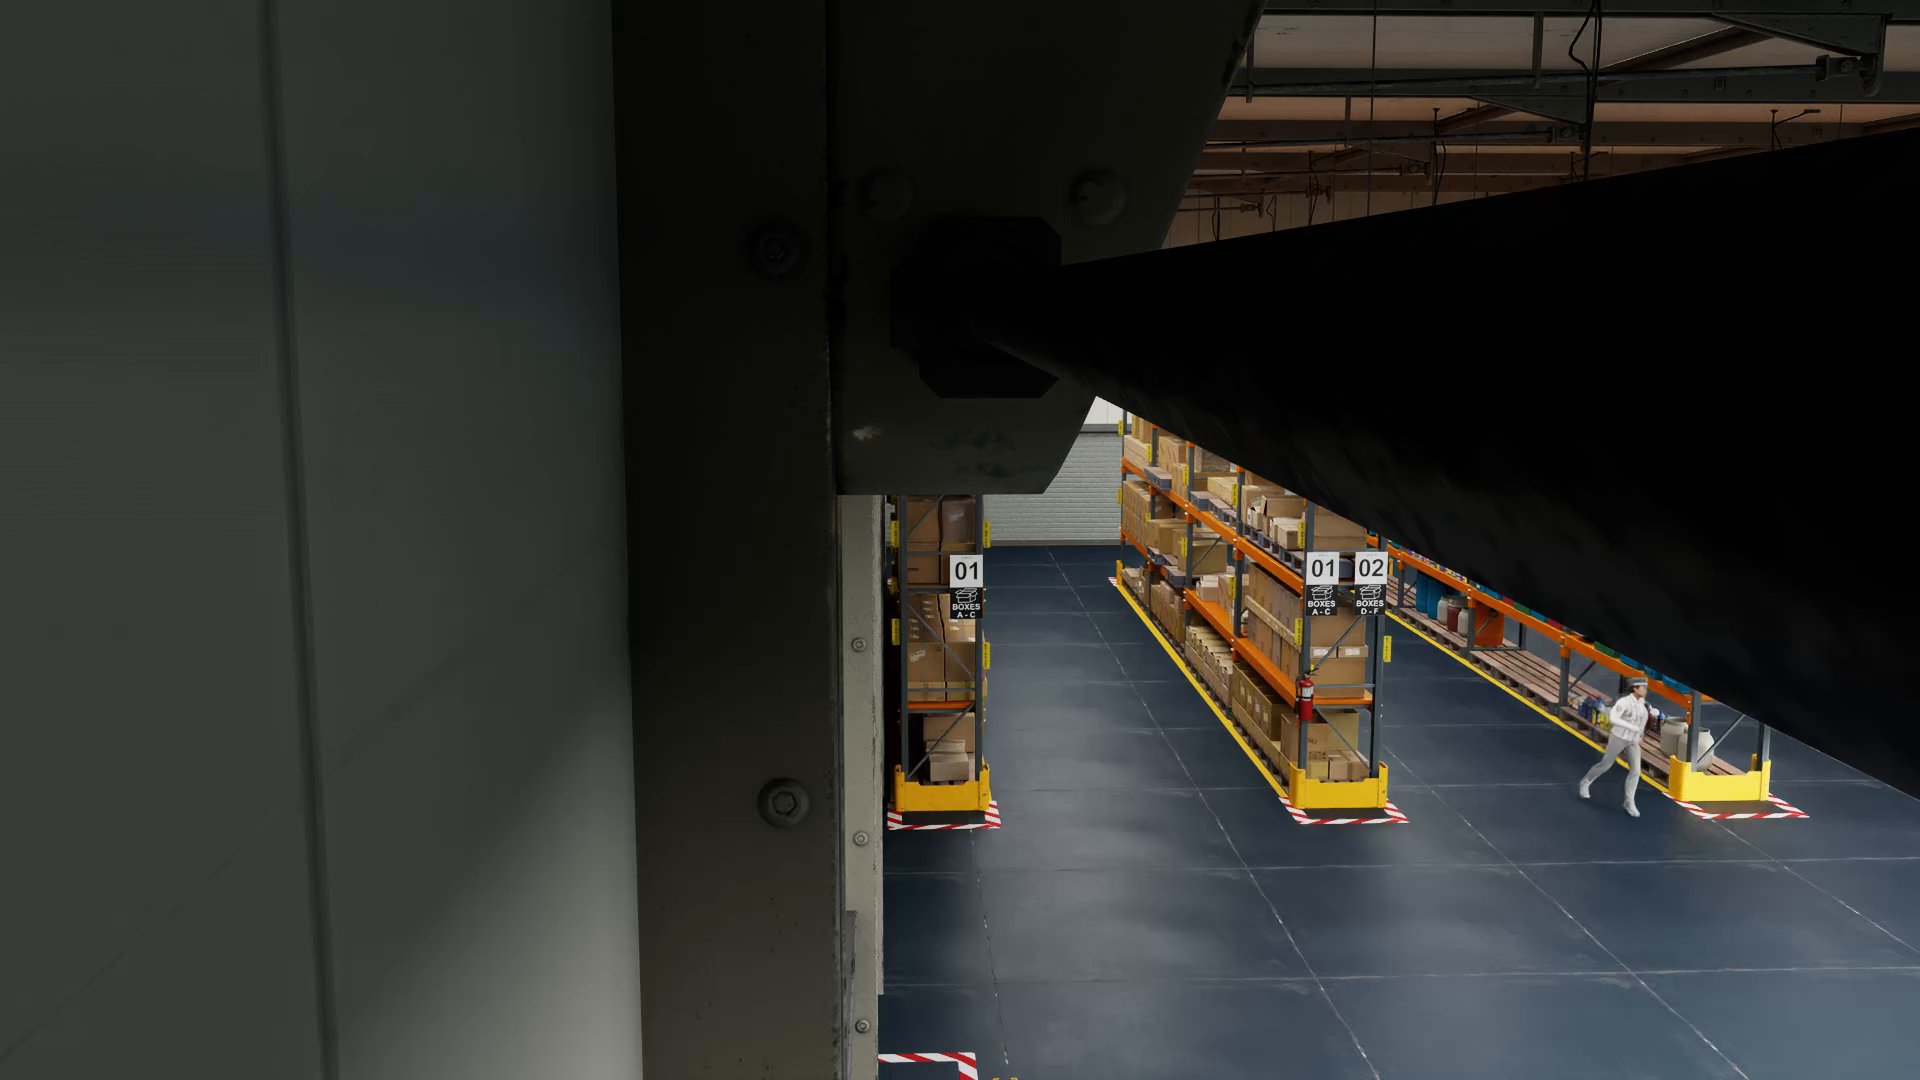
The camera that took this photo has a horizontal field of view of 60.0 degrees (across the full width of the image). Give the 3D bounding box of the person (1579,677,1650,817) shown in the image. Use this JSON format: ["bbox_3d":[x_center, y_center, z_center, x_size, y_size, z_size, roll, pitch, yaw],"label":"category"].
[{"bbox_3d":[8.260,2.493,20.656,0.720,1.645,0.946,-4,9,-26],"label":"person"}]
